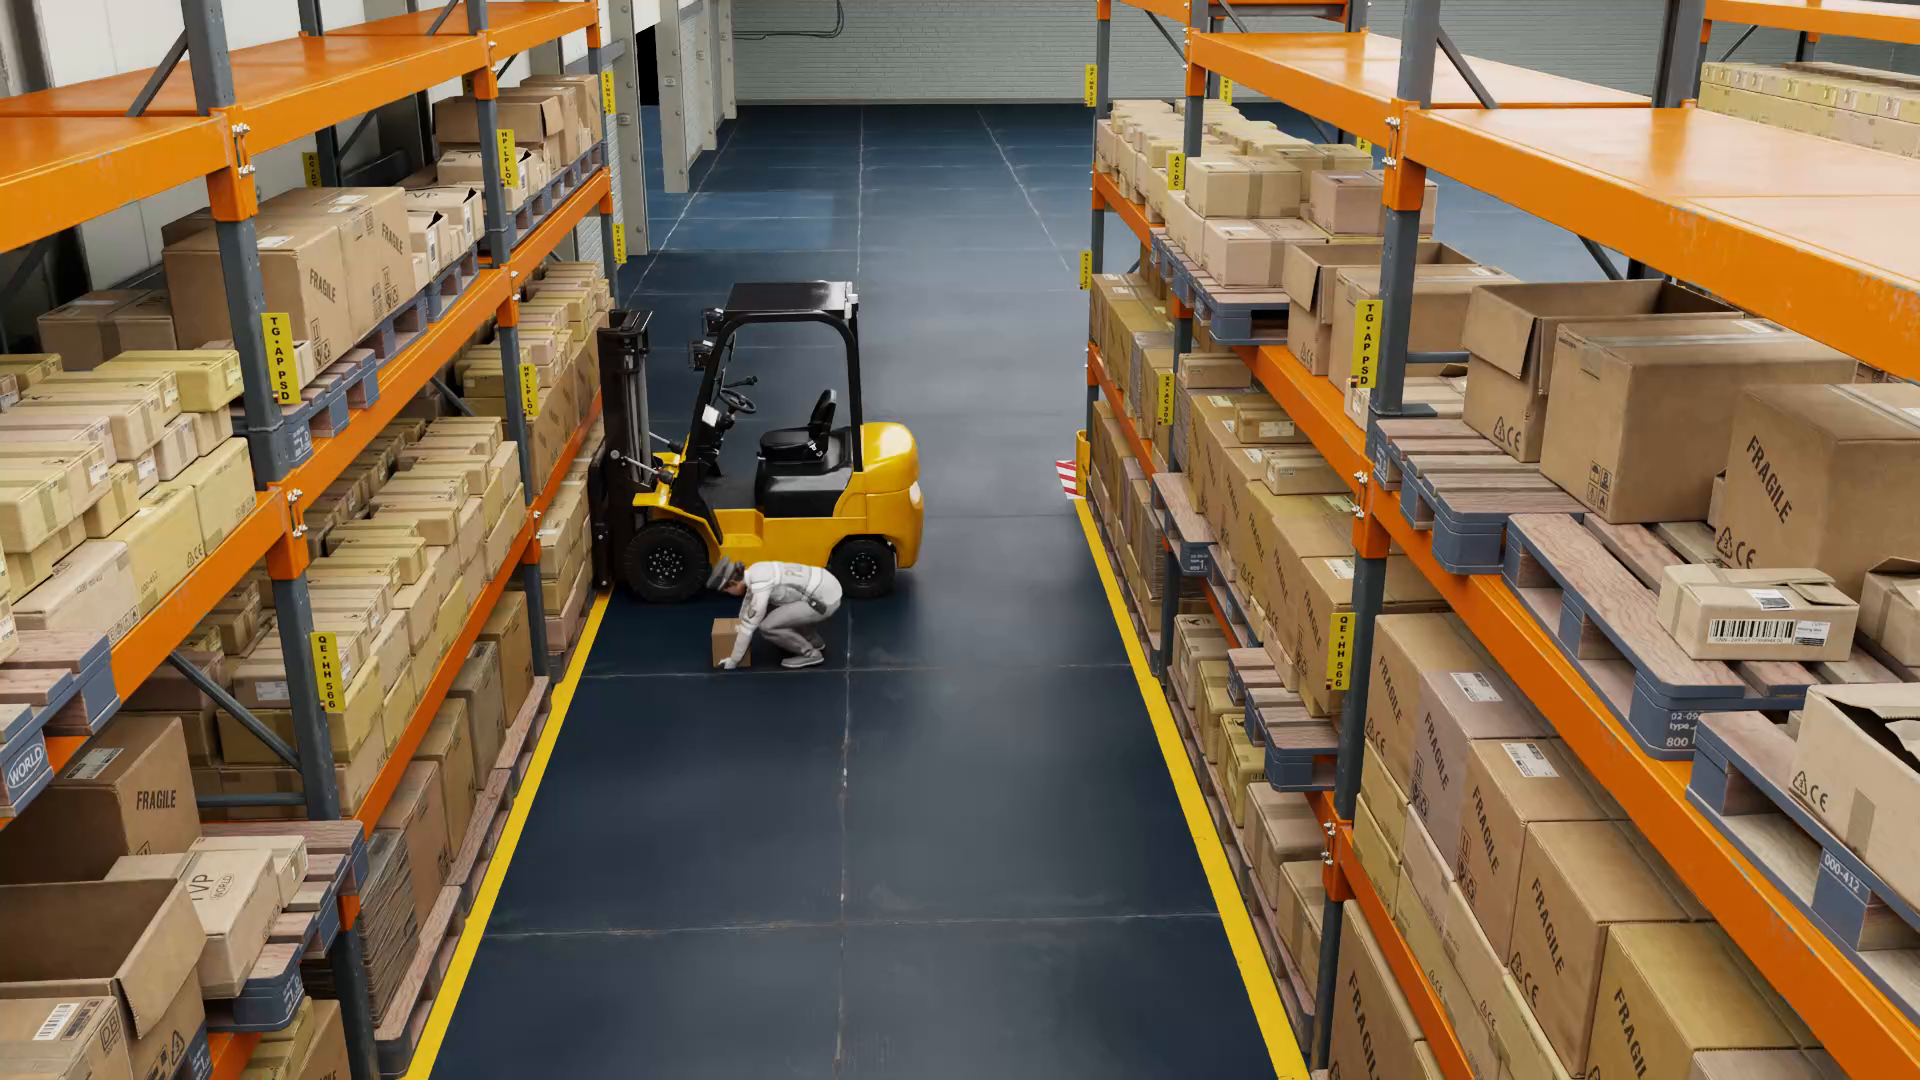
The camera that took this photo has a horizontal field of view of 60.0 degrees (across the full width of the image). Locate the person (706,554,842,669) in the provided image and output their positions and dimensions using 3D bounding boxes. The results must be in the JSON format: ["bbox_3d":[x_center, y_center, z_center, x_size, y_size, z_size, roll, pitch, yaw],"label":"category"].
[{"bbox_3d":[-1.240,0.467,11.165,0.902,0.808,0.462,-2,21,-4],"label":"person"}]
